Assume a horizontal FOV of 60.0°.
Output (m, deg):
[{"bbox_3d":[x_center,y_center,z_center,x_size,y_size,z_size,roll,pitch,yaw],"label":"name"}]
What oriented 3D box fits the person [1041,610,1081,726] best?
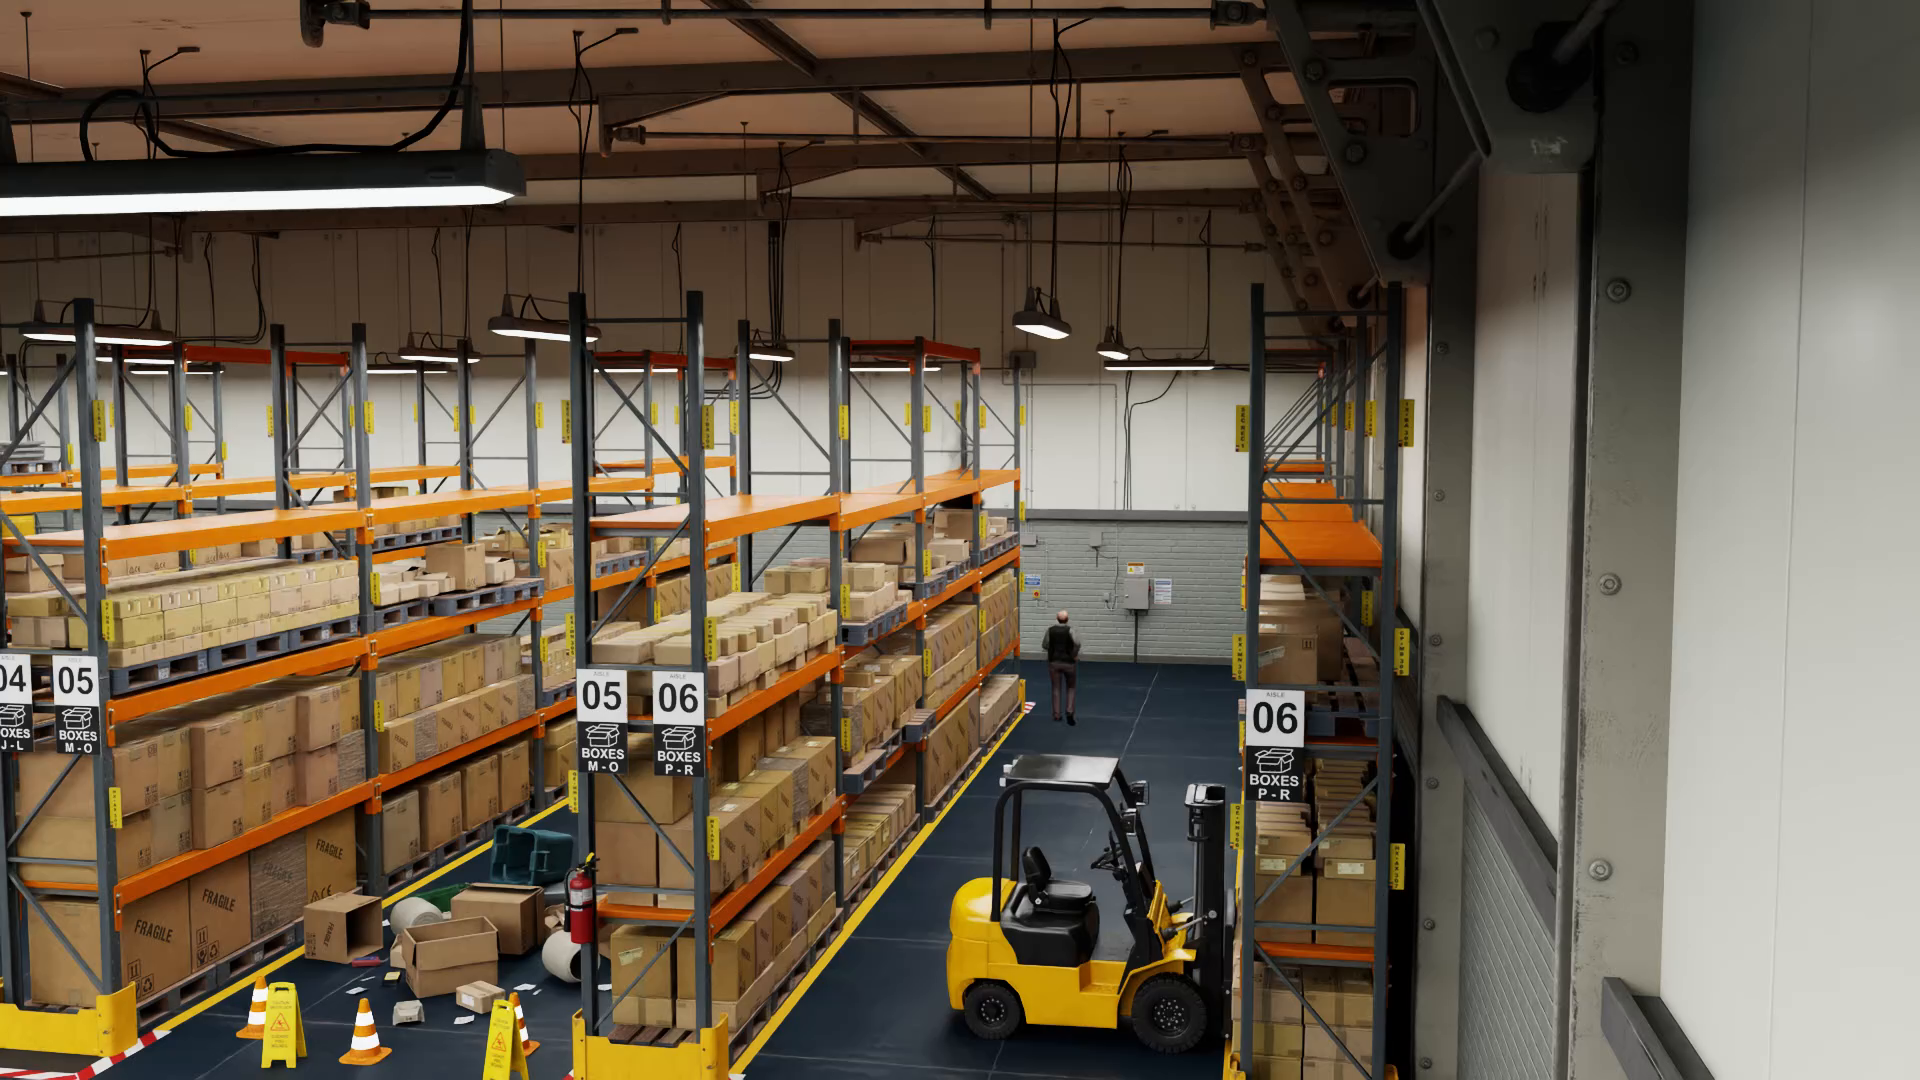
[{"bbox_3d":[1.578,1.986,25.661,0.652,1.818,0.726,1,5,12],"label":"person"}]
